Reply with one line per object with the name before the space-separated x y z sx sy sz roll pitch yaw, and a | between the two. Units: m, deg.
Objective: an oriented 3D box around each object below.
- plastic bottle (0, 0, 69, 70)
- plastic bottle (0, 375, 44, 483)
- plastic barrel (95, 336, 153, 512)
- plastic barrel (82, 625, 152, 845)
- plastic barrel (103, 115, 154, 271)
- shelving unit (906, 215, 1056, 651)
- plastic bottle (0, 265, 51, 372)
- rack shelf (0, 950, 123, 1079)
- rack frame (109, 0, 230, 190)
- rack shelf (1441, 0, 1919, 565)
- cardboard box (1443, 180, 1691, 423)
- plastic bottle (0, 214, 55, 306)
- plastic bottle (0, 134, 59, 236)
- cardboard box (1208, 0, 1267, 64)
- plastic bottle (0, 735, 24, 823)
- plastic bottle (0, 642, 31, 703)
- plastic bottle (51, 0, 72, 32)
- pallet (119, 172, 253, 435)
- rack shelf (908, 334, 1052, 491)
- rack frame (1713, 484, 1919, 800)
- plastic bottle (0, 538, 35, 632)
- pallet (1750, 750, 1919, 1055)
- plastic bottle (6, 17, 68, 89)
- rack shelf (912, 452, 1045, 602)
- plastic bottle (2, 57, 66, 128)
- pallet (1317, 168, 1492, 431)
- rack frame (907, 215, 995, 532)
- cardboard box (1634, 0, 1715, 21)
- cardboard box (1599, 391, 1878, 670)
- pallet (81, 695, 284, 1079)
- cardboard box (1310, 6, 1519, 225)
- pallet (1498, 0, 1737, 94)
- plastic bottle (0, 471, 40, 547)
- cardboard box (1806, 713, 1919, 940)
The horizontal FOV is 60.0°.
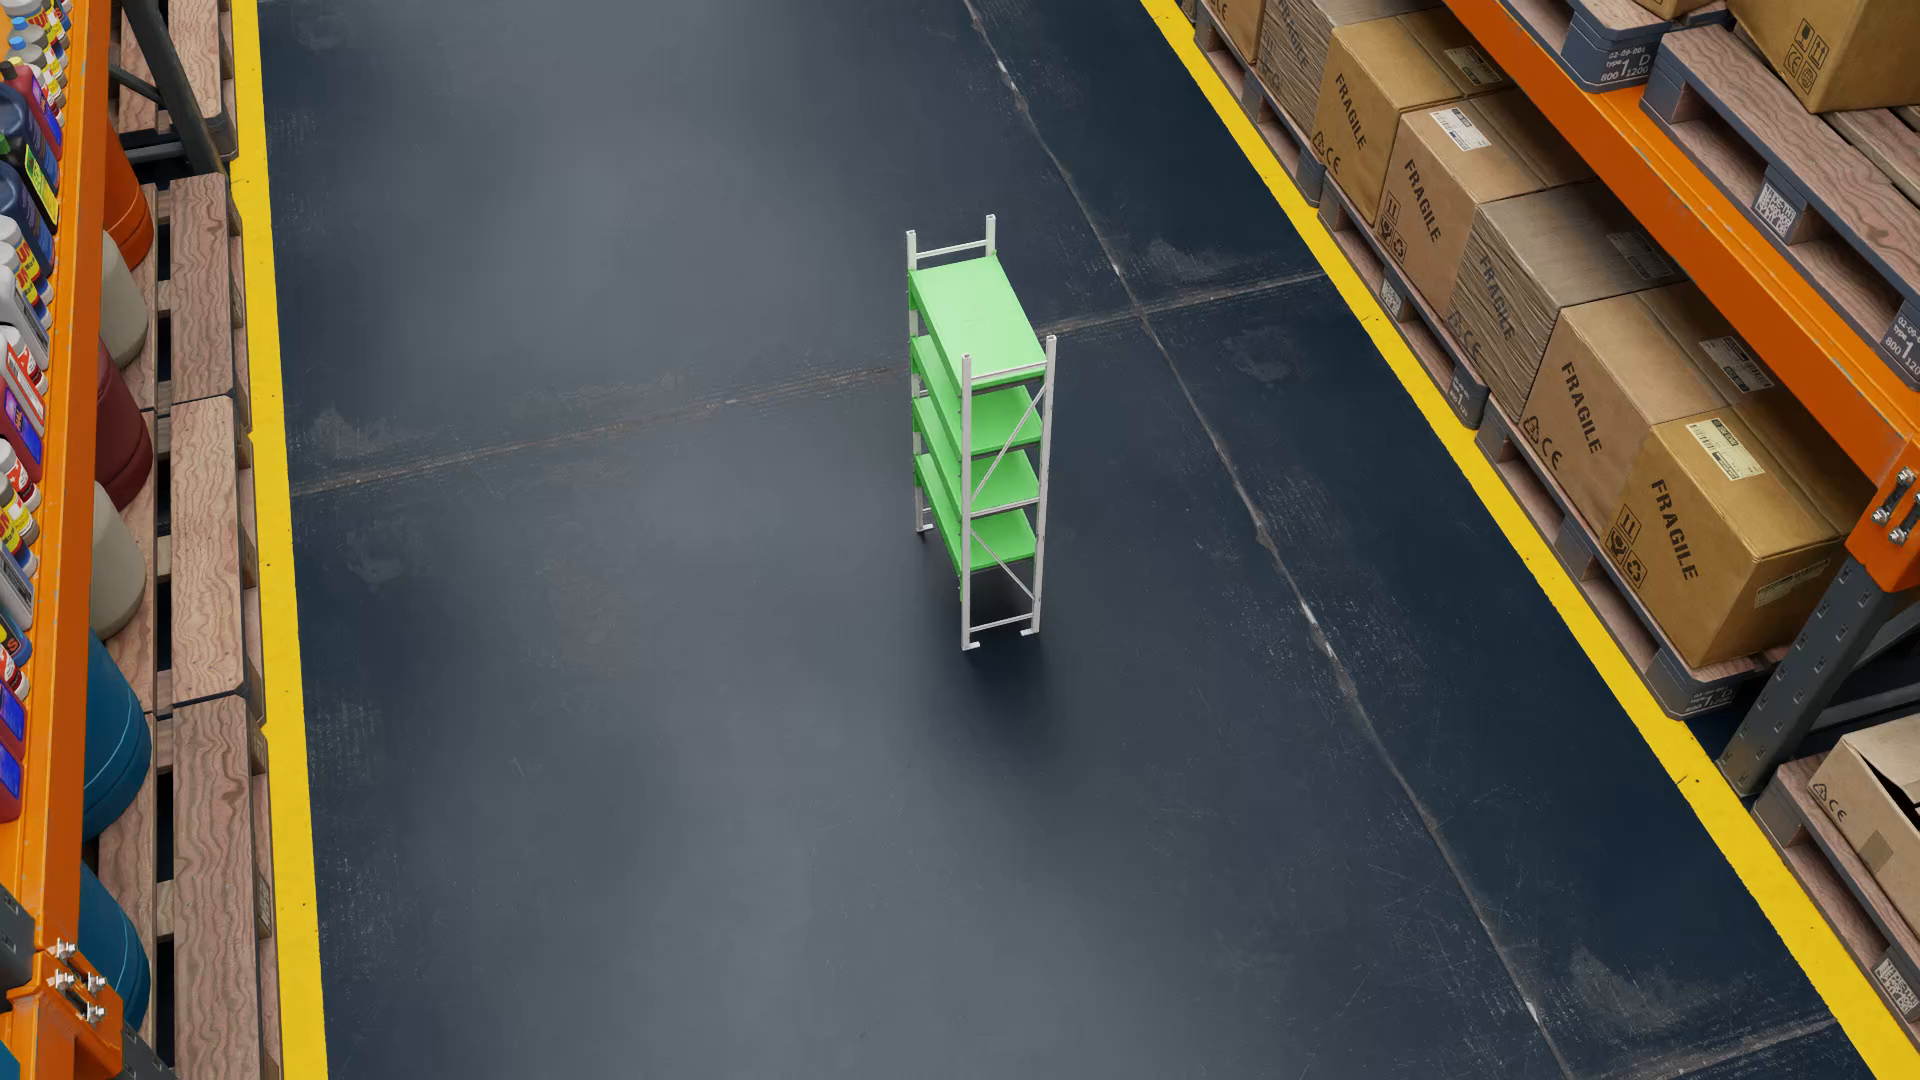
plastic bottle | -2.556 -1.423 4.572 0.097 0.271 0.097 0 50 0
plastic bottle | -2.064 -0.259 3.582 0.061 0.283 0.133 -13 51 -11
plastic barrel | -2.788 -0.385 4.915 0.600 0.588 0.708 -13 51 -11
plastic barrel | -2.454 0.339 4.100 0.600 0.901 0.708 -13 51 -11
plastic barrel | -3.122 -1.287 5.518 0.600 0.830 0.708 -13 51 -11
shelving unit | 0.049 -0.266 4.689 0.258 1.200 0.503 -13 51 -11
plastic bottle | -2.216 -0.513 3.802 0.152 0.276 0.135 -13 51 -11
rack shelf | -1.509 2.409 1.728 1.077 0.370 4.000 -13 51 -11
rack frame | -3.283 -2.205 5.147 1.000 3.000 0.127 -13 51 -11
rack shelf | 2.041 -1.629 5.132 1.077 0.370 4.000 -13 51 -11
cardboard box | 1.927 -0.762 5.277 0.500 0.500 0.500 -13 51 -11
plastic bottle | -2.252 -0.674 3.940 0.097 0.271 0.097 0 50 0
plastic bottle | -2.324 -0.901 4.124 0.061 0.283 0.133 -13 51 -11
cardboard box | 1.311 -2.261 6.541 0.500 0.500 0.500 -11 51 -9
plastic bottle | -1.801 0.390 3.036 0.061 0.283 0.133 -13 51 -11
plastic bottle | -1.892 0.239 3.217 0.097 0.201 0.097 0 50 0
plastic bottle | -2.613 -1.565 4.692 0.097 0.271 0.097 0 50 0
pallet | -3.010 -0.740 5.735 1.003 0.211 1.213 -13 51 -11
rack shelf | 0.049 -0.379 4.555 0.258 0.148 0.480 -13 51 -11
rack frame | 2.633 -0.401 3.626 1.000 3.000 0.127 -13 51 -11
plastic bottle | -1.981 0.065 3.314 0.152 0.276 0.135 -13 51 -11
pallet | 2.835 1.000 4.269 1.003 0.211 1.213 -13 51 -11
plastic bottle | -2.527 -1.329 4.539 0.097 0.201 0.097 0 50 0
rack shelf | 0.049 -0.070 4.922 0.258 0.148 0.480 -13 51 -11
plastic bottle | -2.470 -1.187 4.419 0.097 0.201 0.097 0 50 0
pallet | 1.992 -0.980 5.938 1.003 0.211 1.213 -13 51 -11
rack frame | -0.023 -0.444 4.840 0.240 1.200 0.015 -13 51 -11
cardboard box | 2.051 -1.845 4.503 0.700 0.500 0.500 -25 54 -20
cardboard box | 2.213 -0.032 4.662 0.500 0.500 0.500 -14 51 -11
pallet | -2.289 1.043 4.233 1.003 0.211 1.213 -13 51 -11
cardboard box | 1.615 -1.512 5.910 0.500 0.500 0.500 -14 51 -11
pallet | 2.029 -1.841 4.965 1.003 0.211 1.213 -13 51 -11
plastic bottle | -2.018 -0.073 3.479 0.097 0.201 0.097 0 50 0
cardboard box | 2.550 0.680 4.186 0.500 0.311 0.500 -13 51 -11
